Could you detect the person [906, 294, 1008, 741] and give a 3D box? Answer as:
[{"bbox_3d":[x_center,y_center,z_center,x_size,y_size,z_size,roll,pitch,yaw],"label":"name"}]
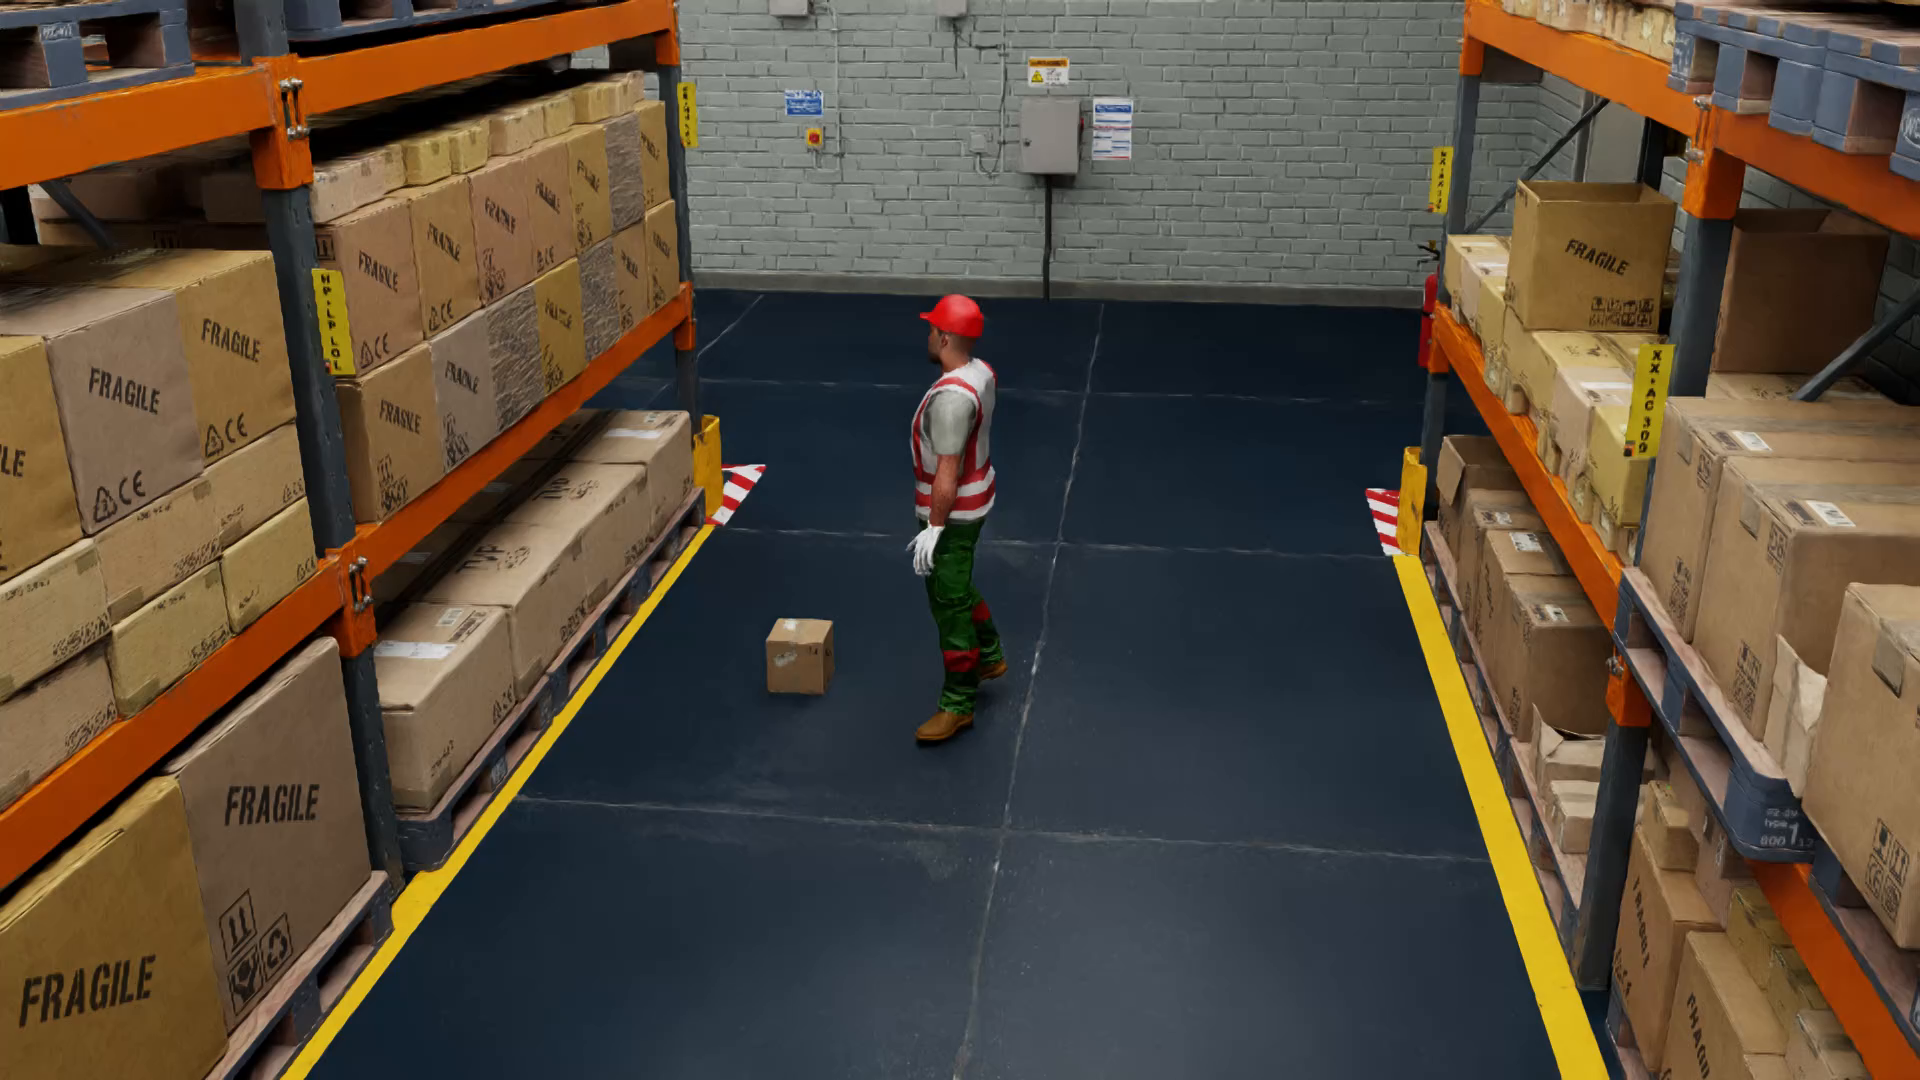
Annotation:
[{"bbox_3d":[-0.015,-0.098,6.747,0.348,1.806,0.667,4,21,11],"label":"person"}]
